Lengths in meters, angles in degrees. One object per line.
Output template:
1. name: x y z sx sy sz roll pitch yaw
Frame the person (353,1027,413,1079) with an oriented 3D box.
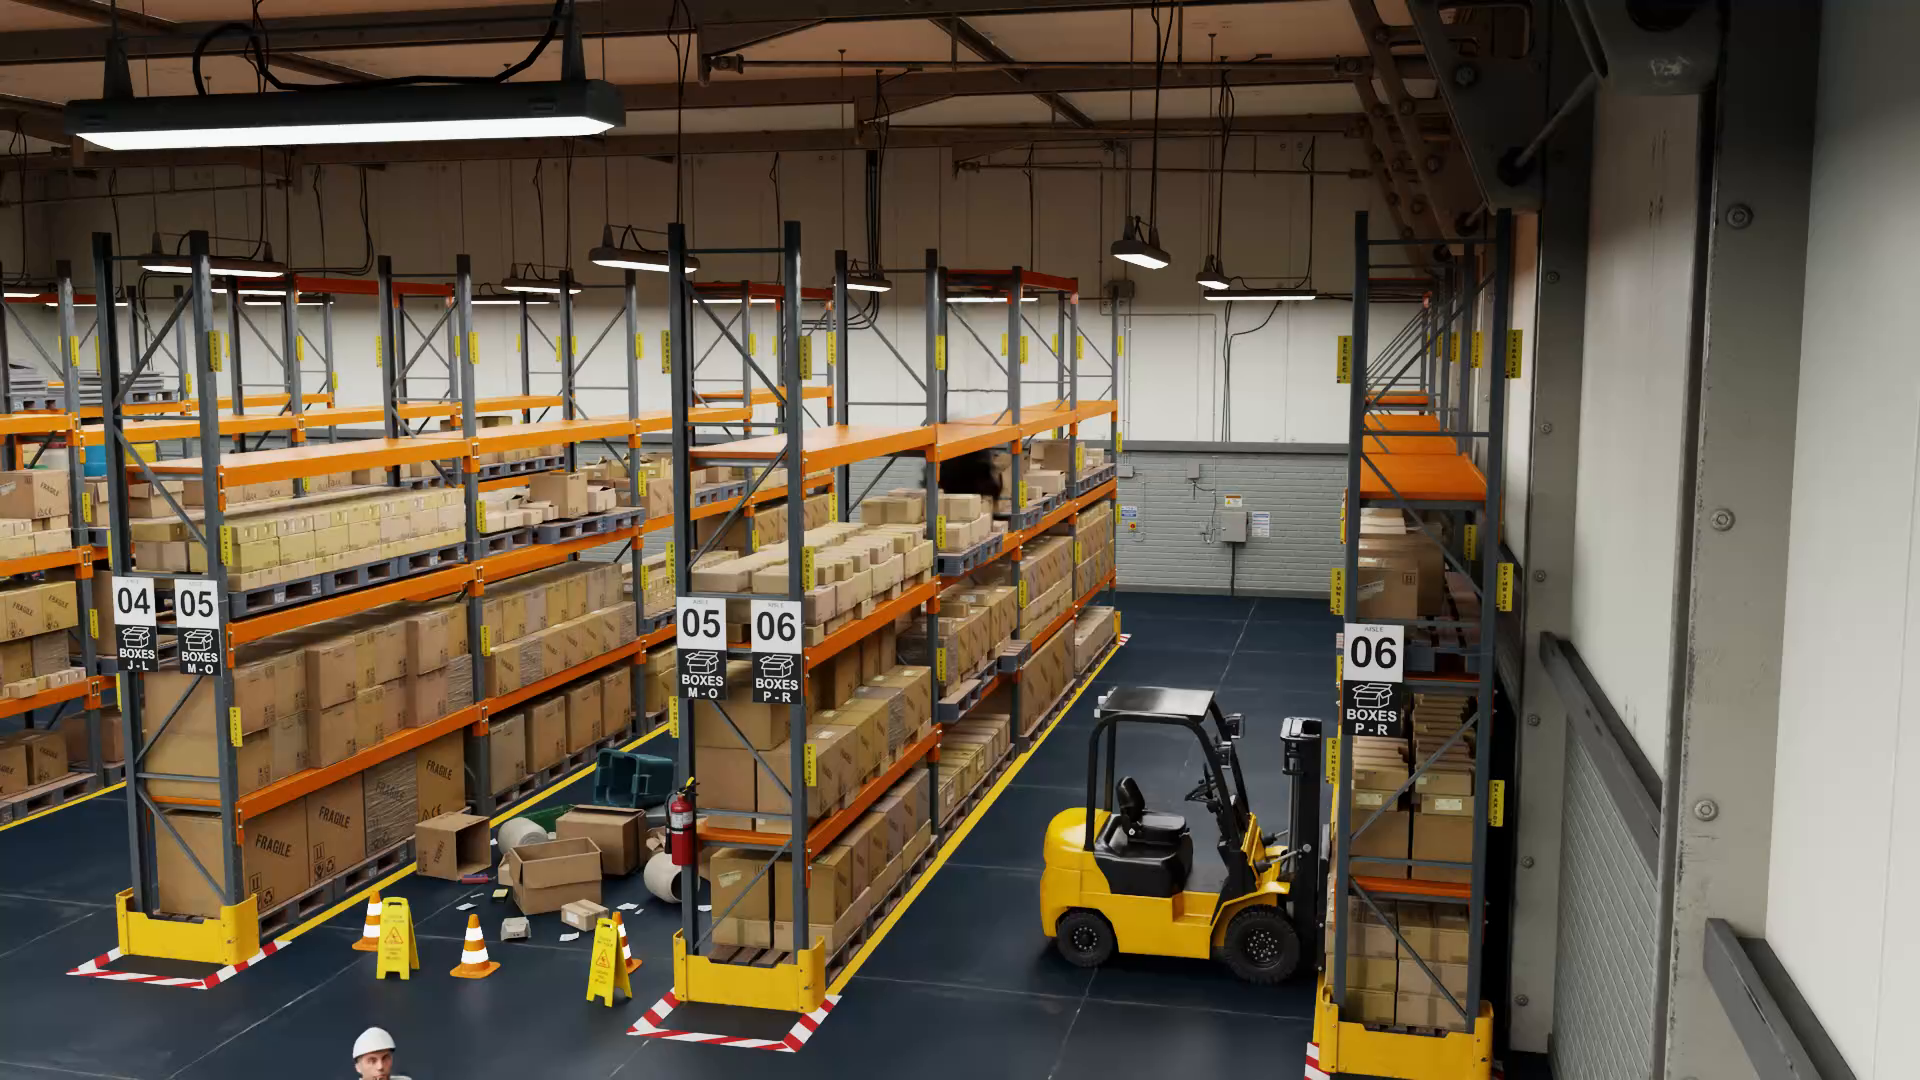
1. person: -2.947 3.294 8.374 0.653 1.748 0.560 -3 8 -25
